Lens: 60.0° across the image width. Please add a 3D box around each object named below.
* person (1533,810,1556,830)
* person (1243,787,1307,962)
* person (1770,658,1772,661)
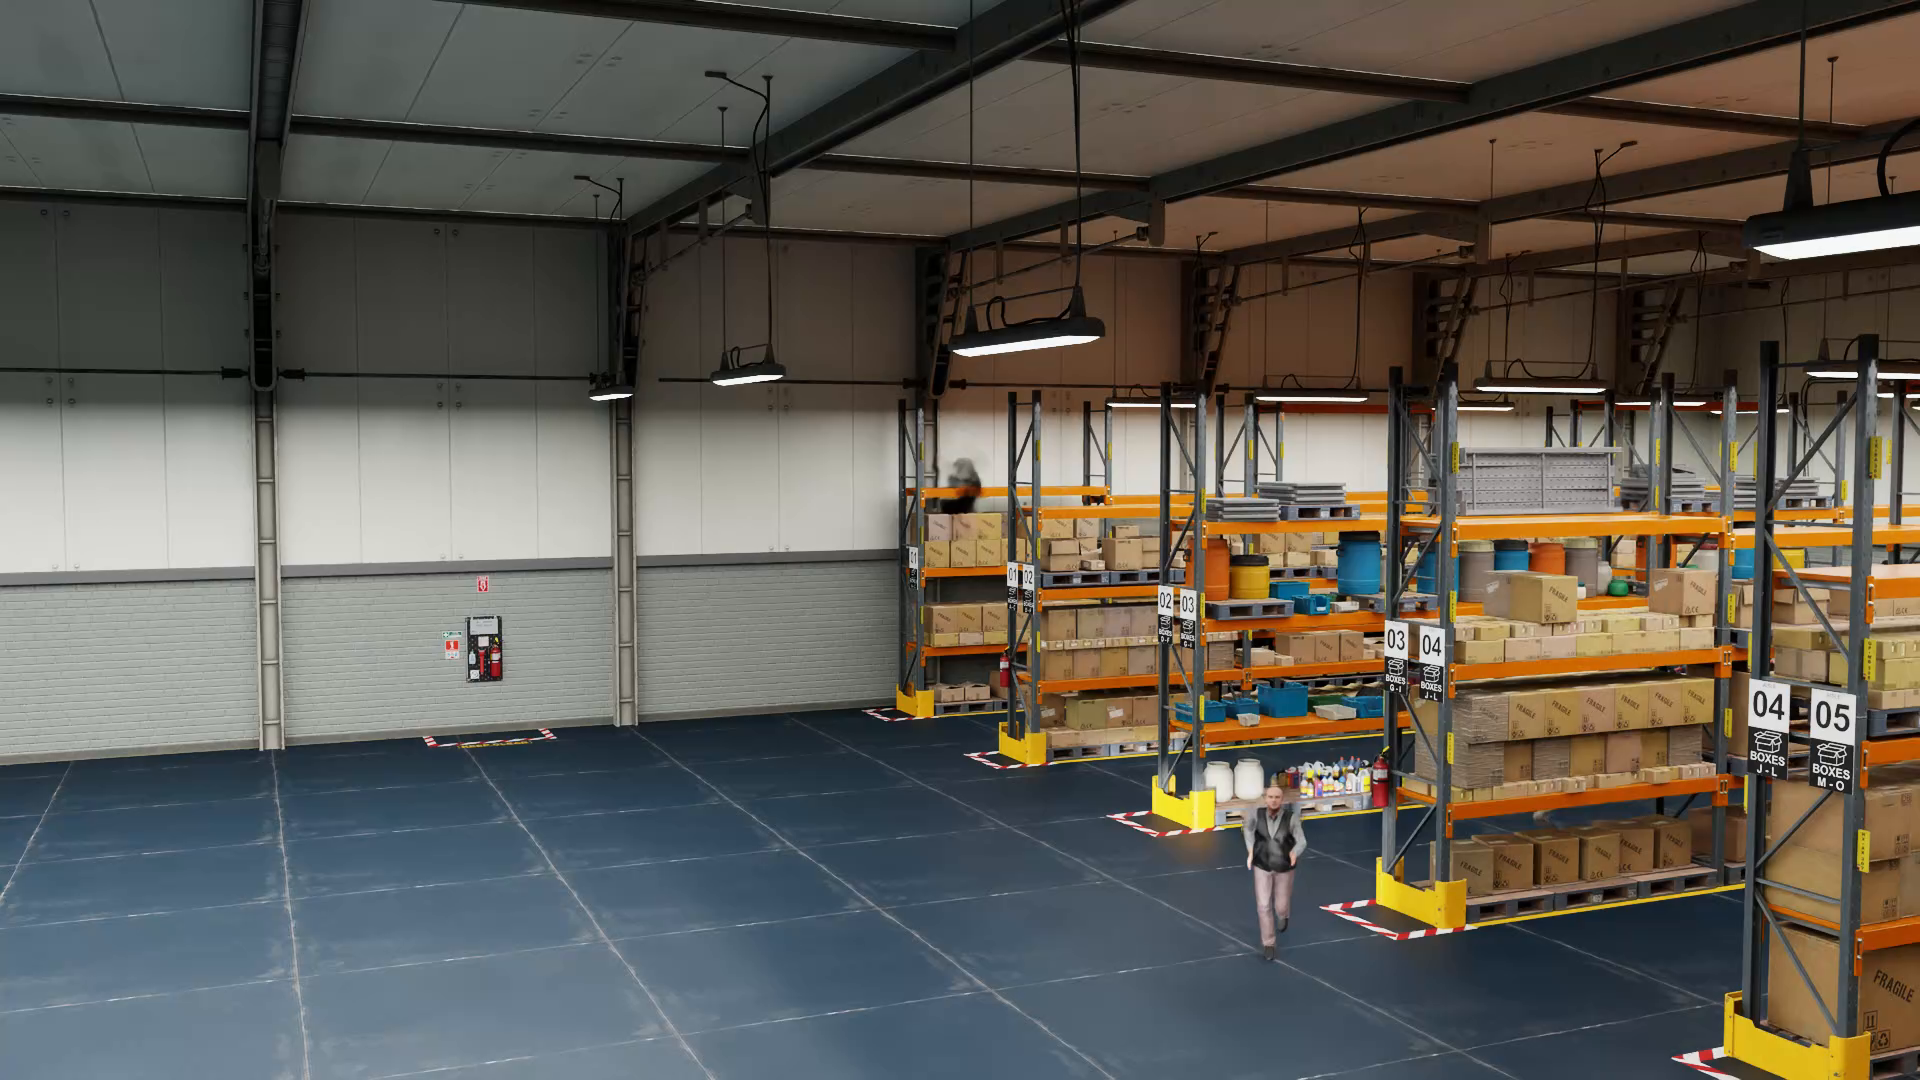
[{"bbox_3d":[7.281,3.106,20.671,0.661,1.685,0.583,-2,4,-27],"label":"person"},{"bbox_3d":[3.196,3.328,16.903,0.643,1.703,0.893,1,3,15],"label":"person"},{"bbox_3d":[15.646,2.445,31.544,0.581,1.735,0.666,-2,4,-29],"label":"person"}]
